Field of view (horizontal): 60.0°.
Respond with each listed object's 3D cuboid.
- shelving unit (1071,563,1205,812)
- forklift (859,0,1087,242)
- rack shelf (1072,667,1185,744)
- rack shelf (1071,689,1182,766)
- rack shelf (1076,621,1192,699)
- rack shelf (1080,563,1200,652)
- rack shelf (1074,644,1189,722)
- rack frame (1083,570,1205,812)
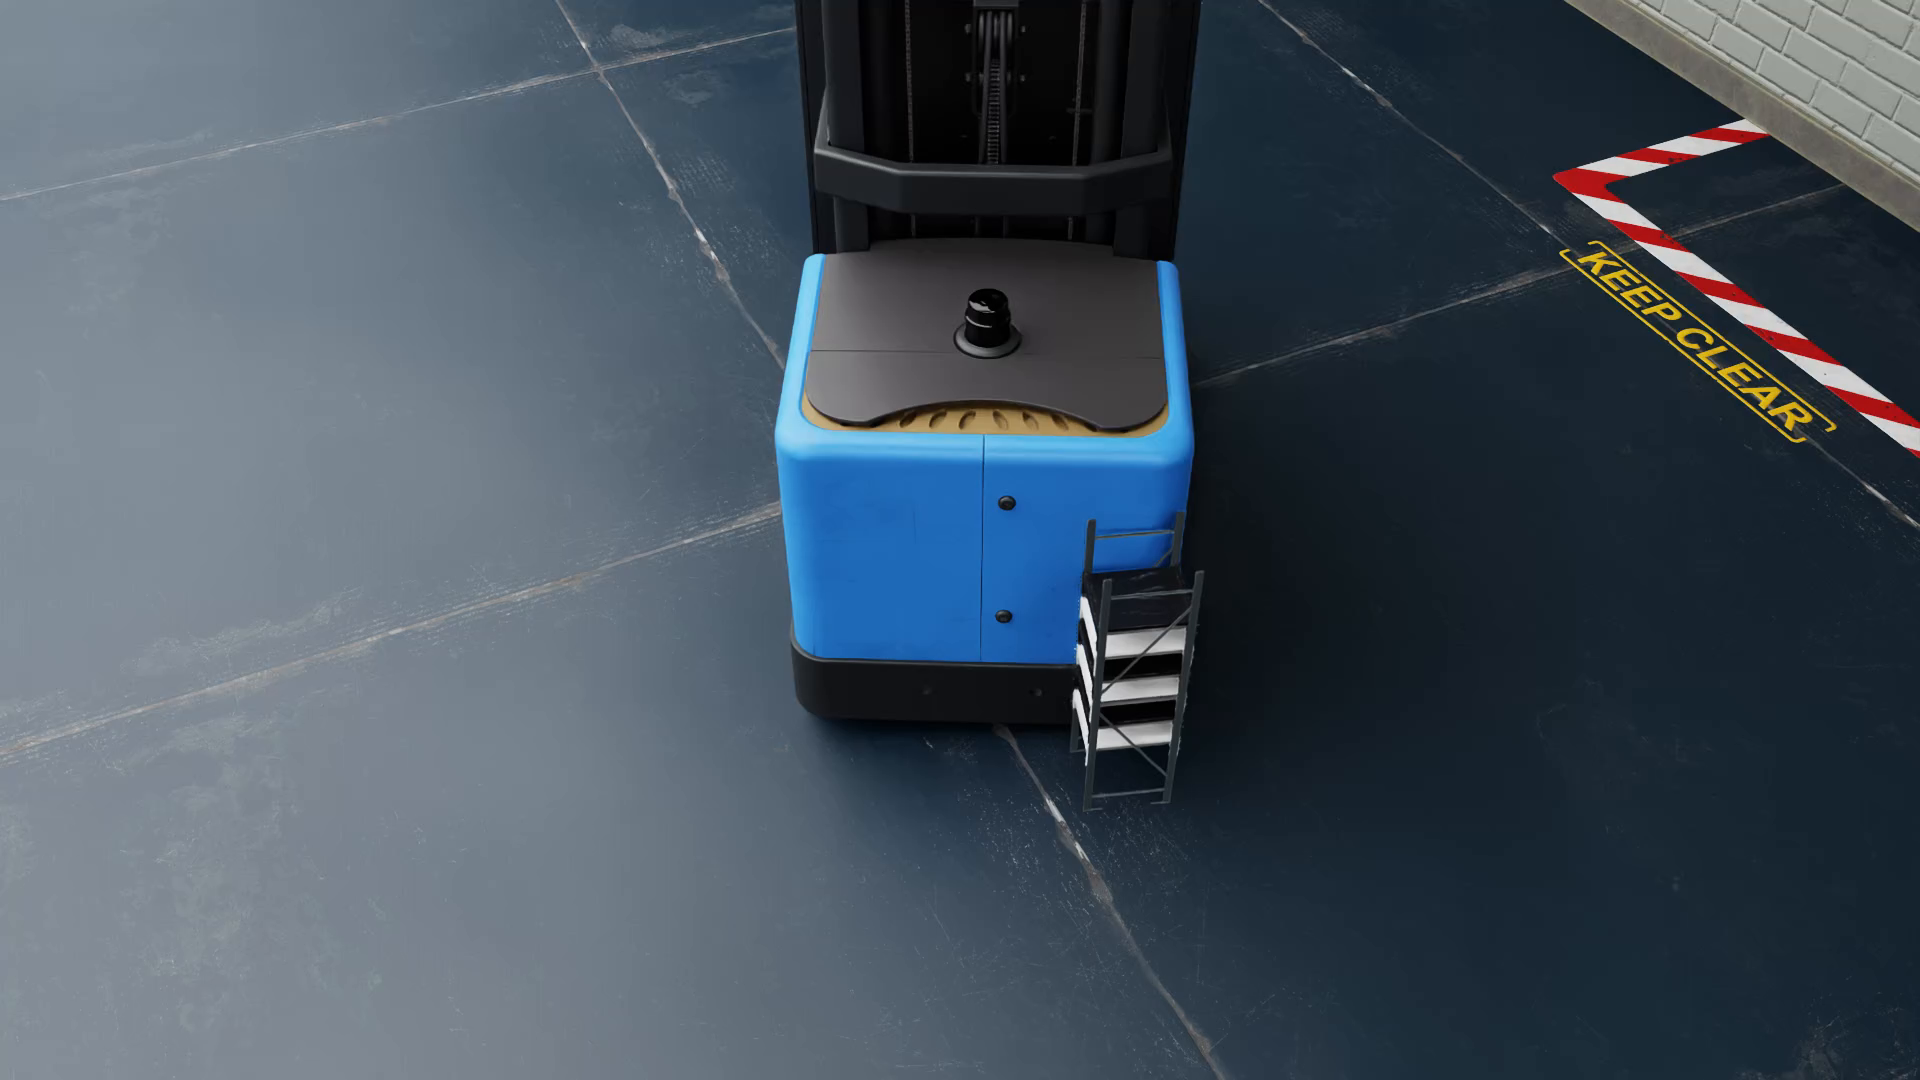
[{"bbox_3d":[-3.109,-6.471,11.171,7.532,0.900,20.334,-5,45,-5],"label":"shelving unit"},{"bbox_3d":[0.113,-1.547,4.731,1.121,2.935,3.031,1,45,1],"label":"forklift"},{"bbox_3d":[0.440,0.421,4.357,0.258,0.077,0.200,-5,45,-5],"label":"rack shelf"},{"bbox_3d":[-3.110,-6.250,11.391,7.532,0.274,20.329,-5,45,-5],"label":"rack shelf"},{"bbox_3d":[0.440,0.293,4.231,0.258,0.077,0.200,-5,45,-5],"label":"rack shelf"},{"bbox_3d":[0.440,0.165,4.105,0.258,0.077,0.200,-5,45,-5],"label":"rack shelf"},{"bbox_3d":[0.440,0.357,4.294,0.258,0.077,0.200,-5,45,-5],"label":"rack shelf"},{"bbox_3d":[0.453,0.404,4.199,0.240,0.900,0.006,-5,45,-5],"label":"rack frame"}]
